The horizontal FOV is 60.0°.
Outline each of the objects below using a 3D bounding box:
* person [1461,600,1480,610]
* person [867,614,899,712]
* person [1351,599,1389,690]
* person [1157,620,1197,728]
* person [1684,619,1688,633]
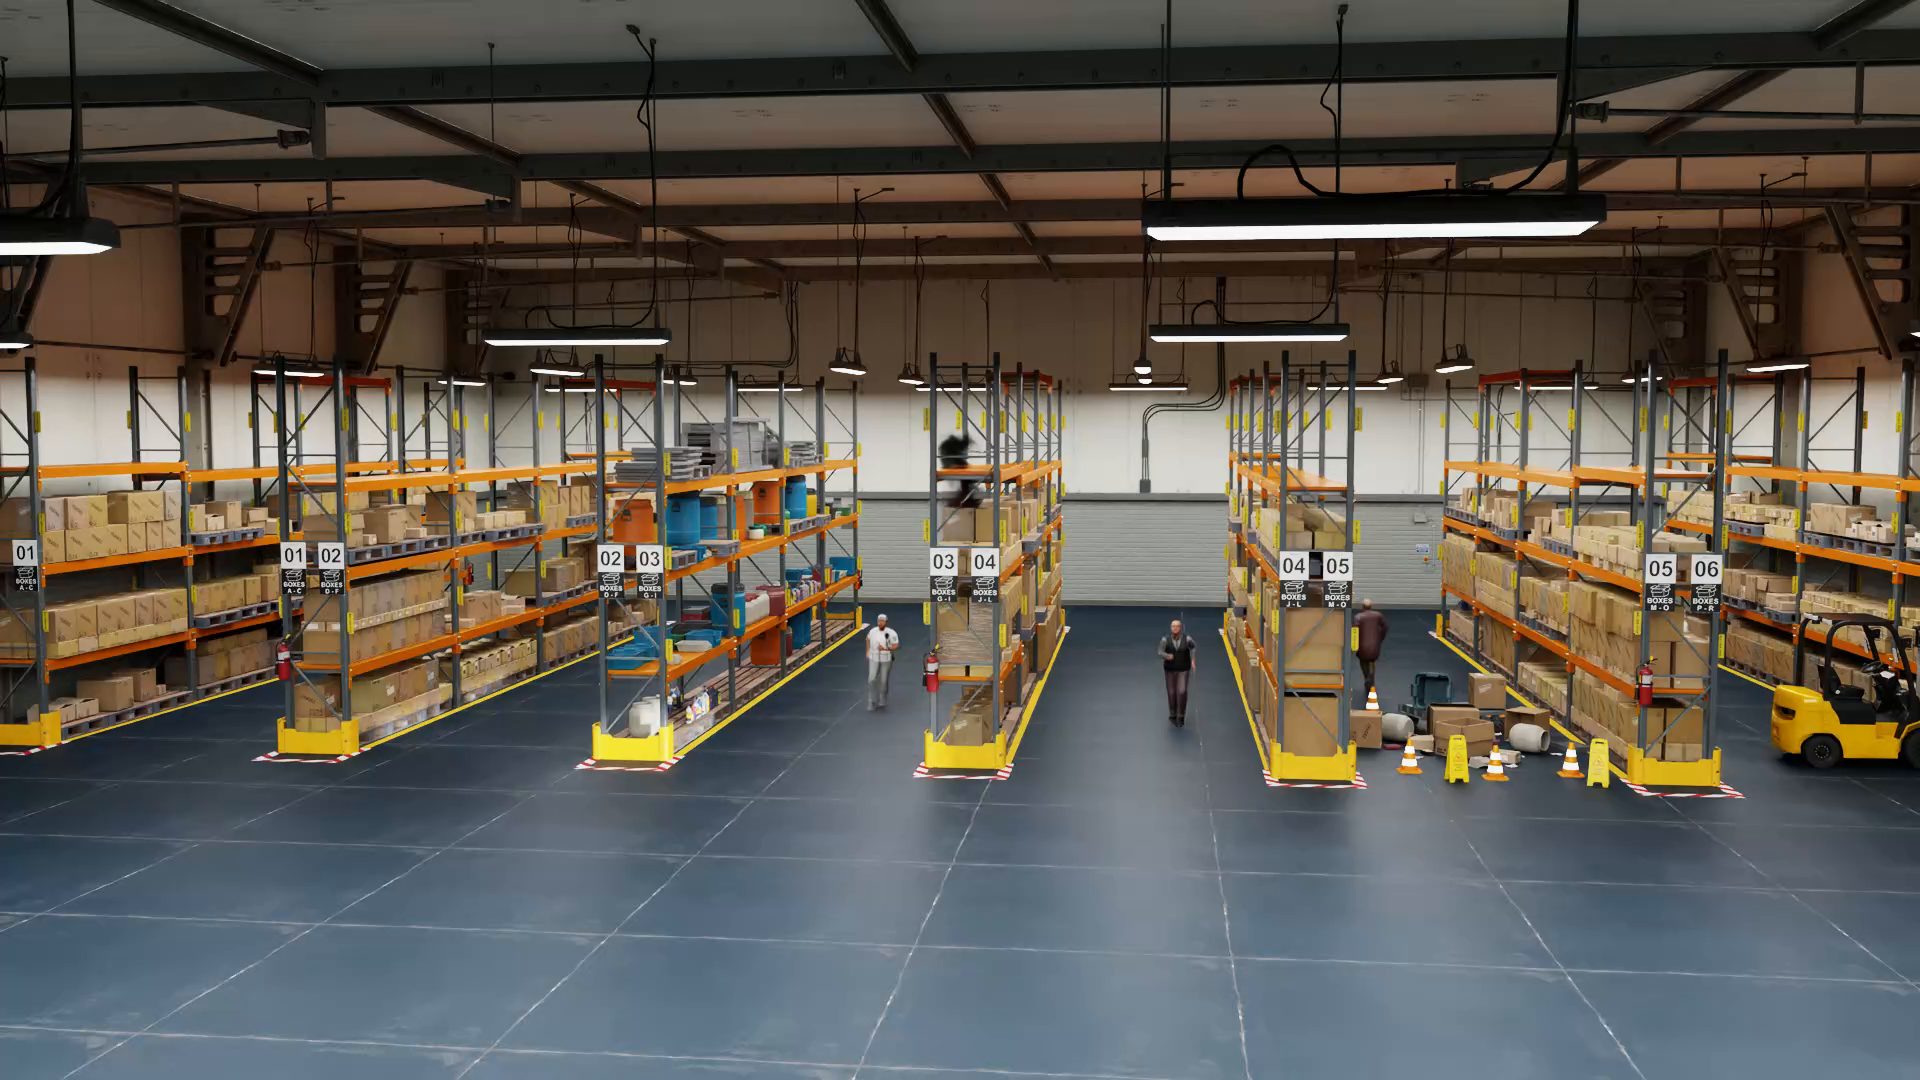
[{"bbox_3d":[12.629,1.276,40.946,0.893,1.647,0.606,-1,4,-11],"label":"person"},{"bbox_3d":[-1.356,2.140,29.002,0.595,1.714,0.662,0,4,4],"label":"person"},{"bbox_3d":[7.626,1.964,30.972,0.713,1.725,0.638,0,4,4],"label":"person"},{"bbox_3d":[3.581,2.208,27.454,0.633,1.772,0.831,1,4,11],"label":"person"},{"bbox_3d":[12.936,2.011,30.168,0.644,1.706,0.945,0,4,-3],"label":"person"}]
